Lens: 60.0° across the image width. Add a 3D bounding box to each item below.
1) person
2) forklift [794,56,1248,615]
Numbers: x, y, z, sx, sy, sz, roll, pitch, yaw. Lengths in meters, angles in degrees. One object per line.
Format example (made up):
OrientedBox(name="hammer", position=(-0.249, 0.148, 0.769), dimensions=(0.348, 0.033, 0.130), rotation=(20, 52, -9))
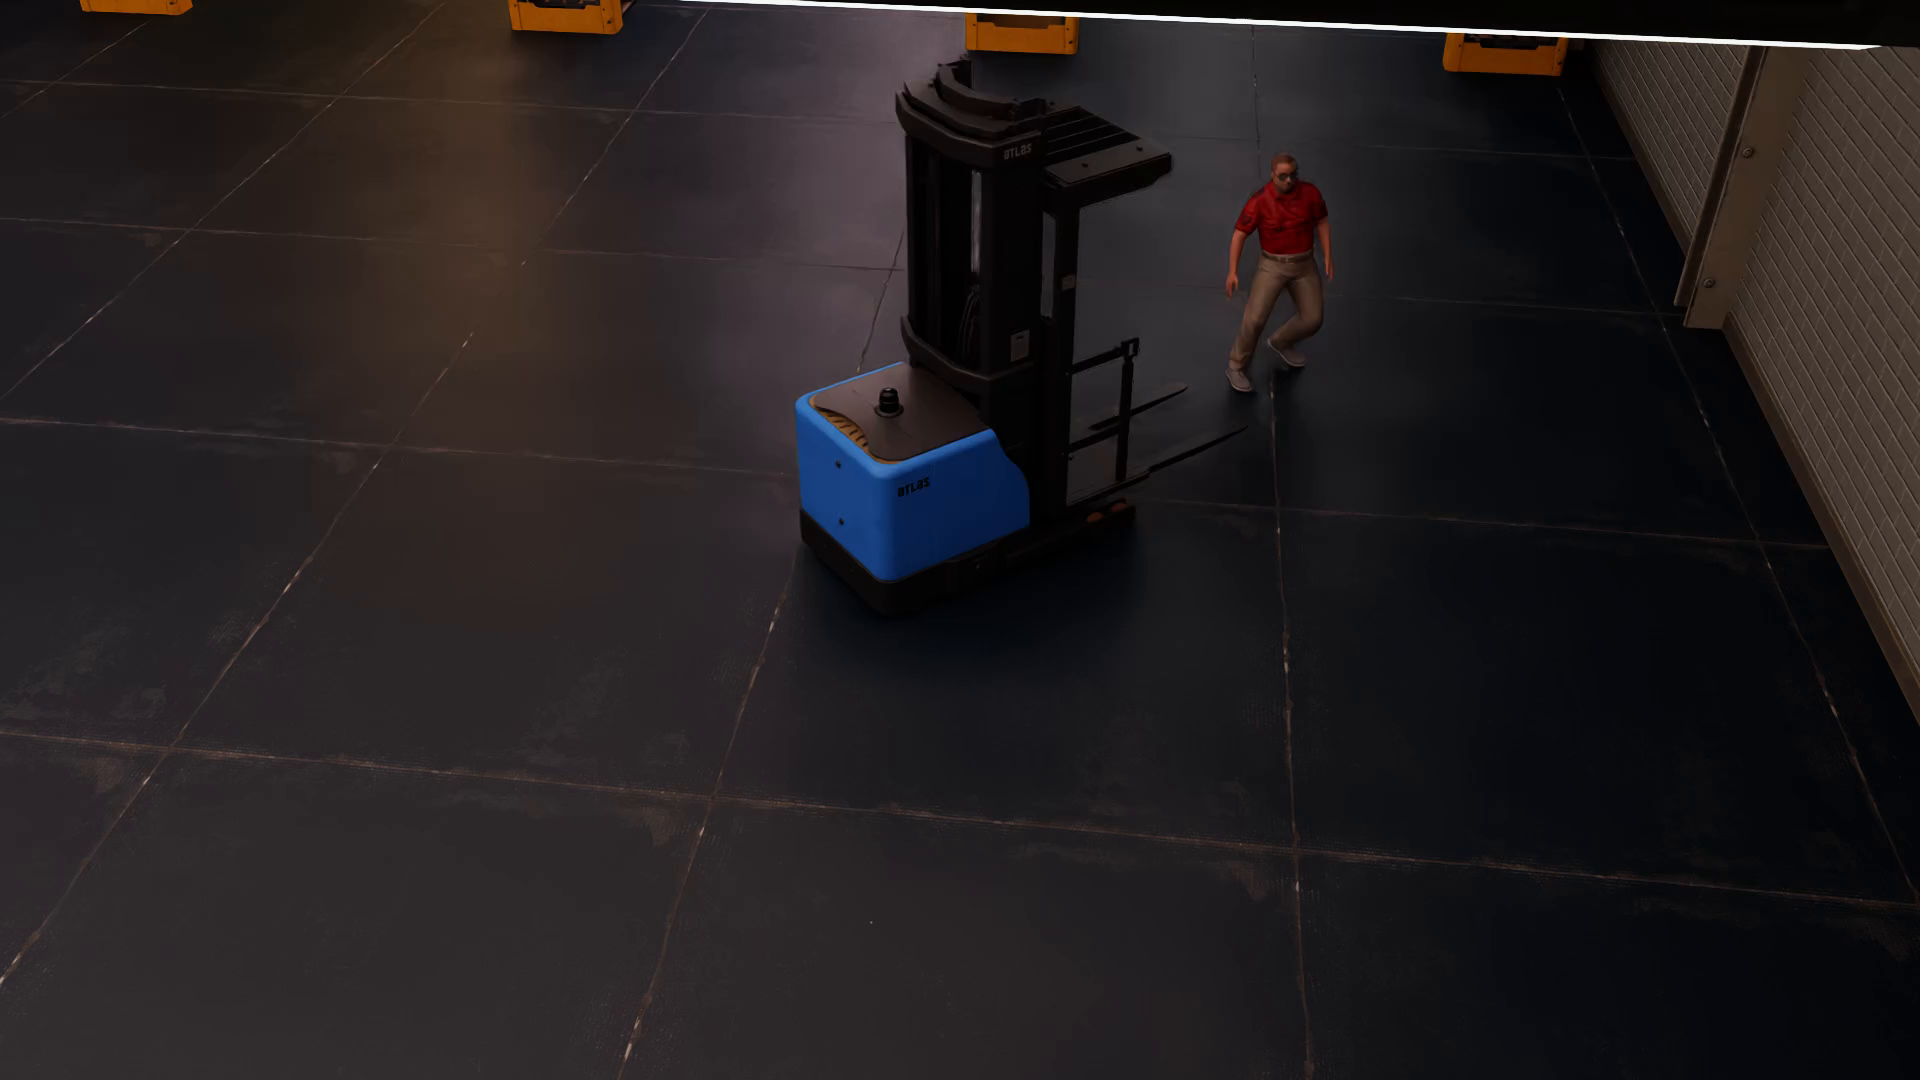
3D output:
OrientedBox(name="person", position=(2.227, -1.884, 11.672), dimensions=(0.792, 1.628, 0.601), rotation=(-3, 37, -4))
OrientedBox(name="forklift", position=(0.504, -1.423, 9.961), dimensions=(3.031, 2.935, 1.130), rotation=(-22, 42, -27))
